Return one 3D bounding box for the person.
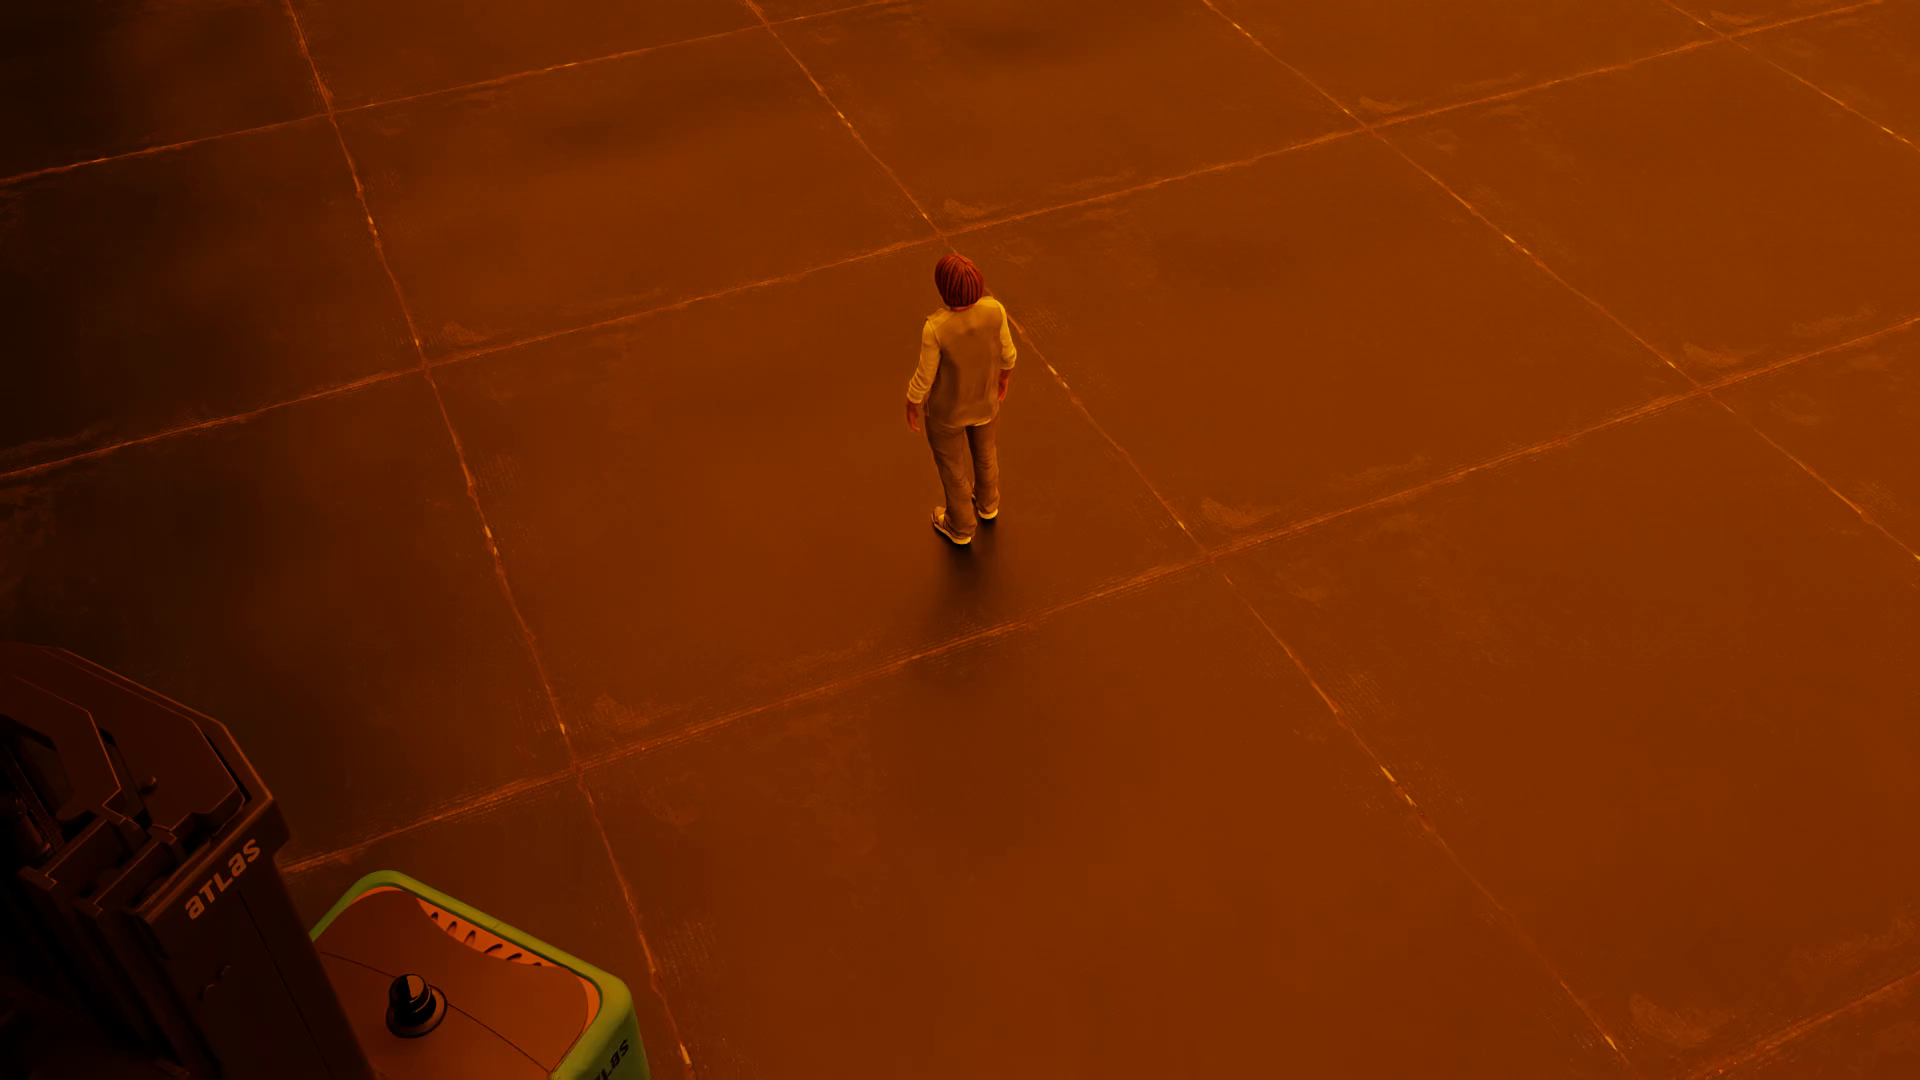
[{"bbox_3d":[-0.019,-0.639,7.332,0.521,1.599,0.473,-18,46,-18],"label":"person"}]

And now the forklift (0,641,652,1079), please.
[{"bbox_3d":[-2.065,1.765,3.789,1.130,2.935,3.031,19,46,19],"label":"forklift"}]
